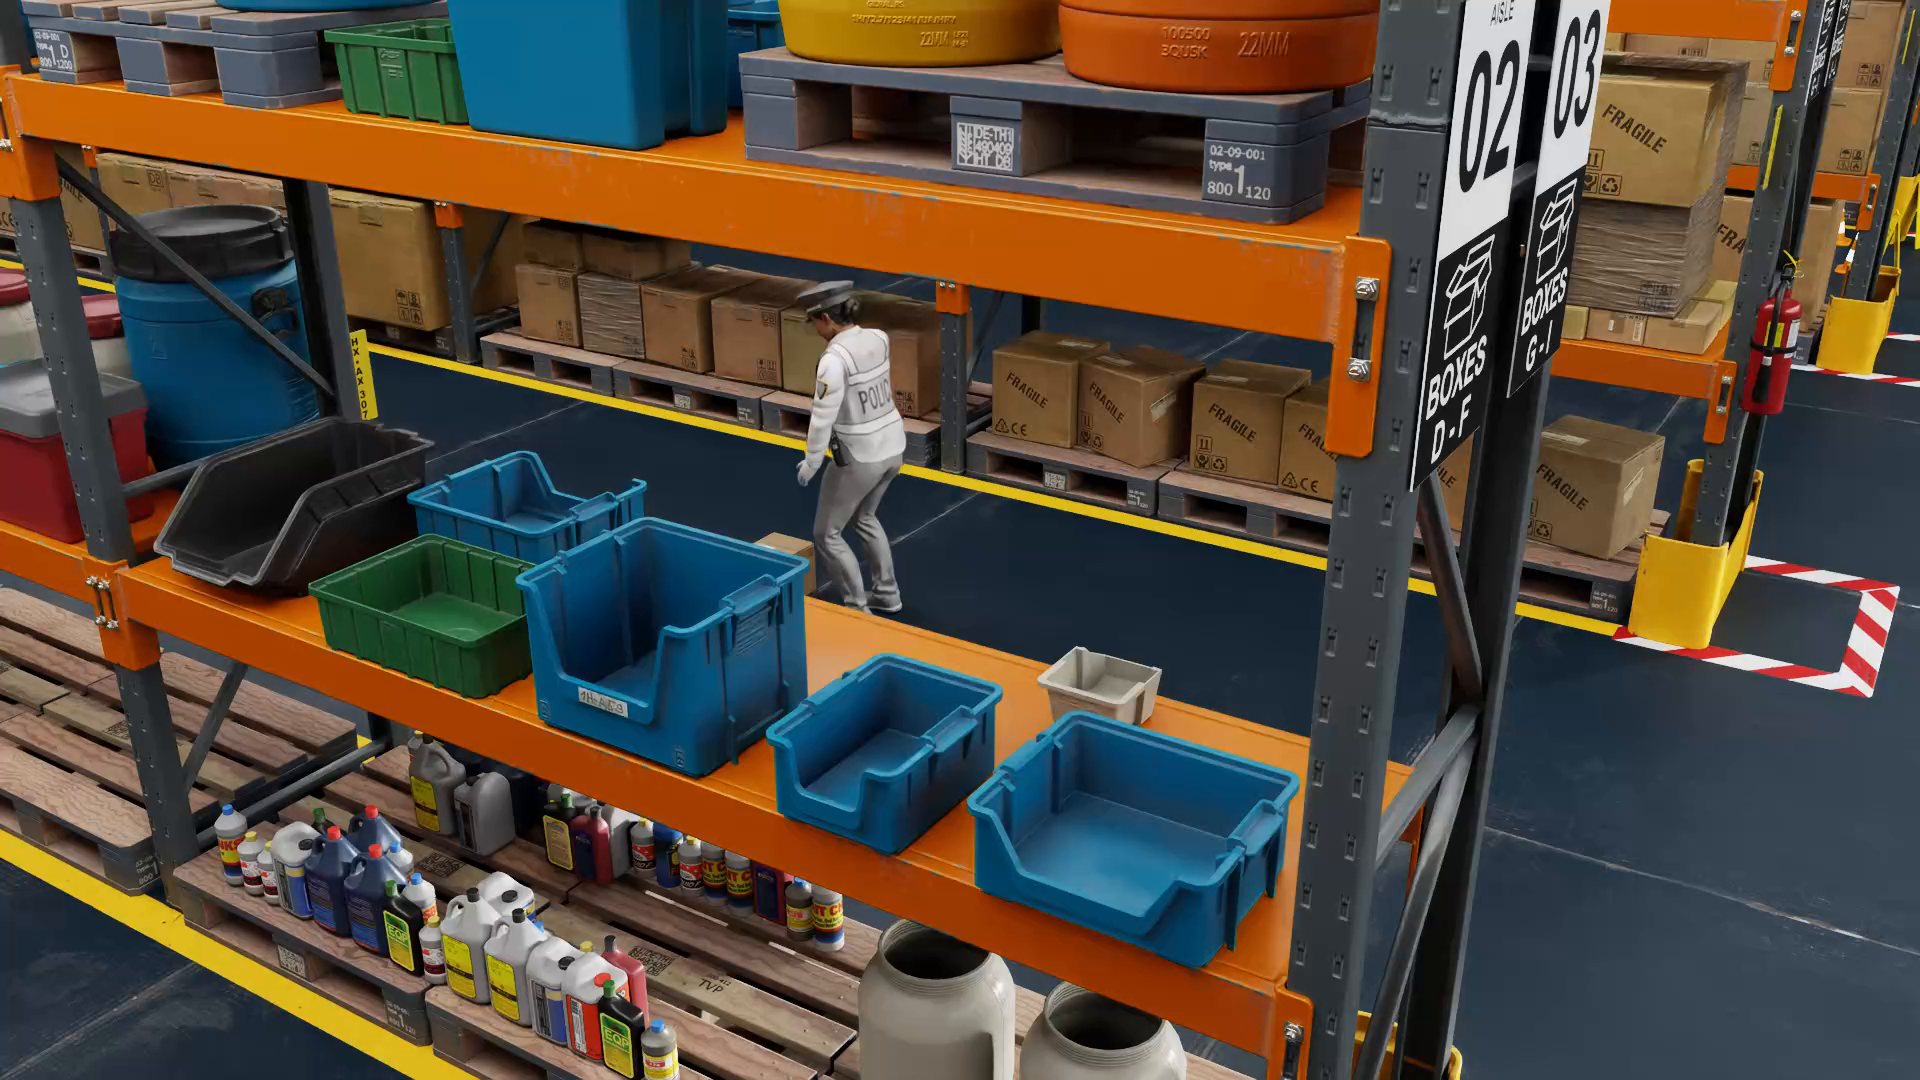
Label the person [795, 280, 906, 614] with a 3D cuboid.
[{"bbox_3d":[-0.500,-0.374,7.543,0.465,1.616,0.504,15,27,30],"label":"person"}]
